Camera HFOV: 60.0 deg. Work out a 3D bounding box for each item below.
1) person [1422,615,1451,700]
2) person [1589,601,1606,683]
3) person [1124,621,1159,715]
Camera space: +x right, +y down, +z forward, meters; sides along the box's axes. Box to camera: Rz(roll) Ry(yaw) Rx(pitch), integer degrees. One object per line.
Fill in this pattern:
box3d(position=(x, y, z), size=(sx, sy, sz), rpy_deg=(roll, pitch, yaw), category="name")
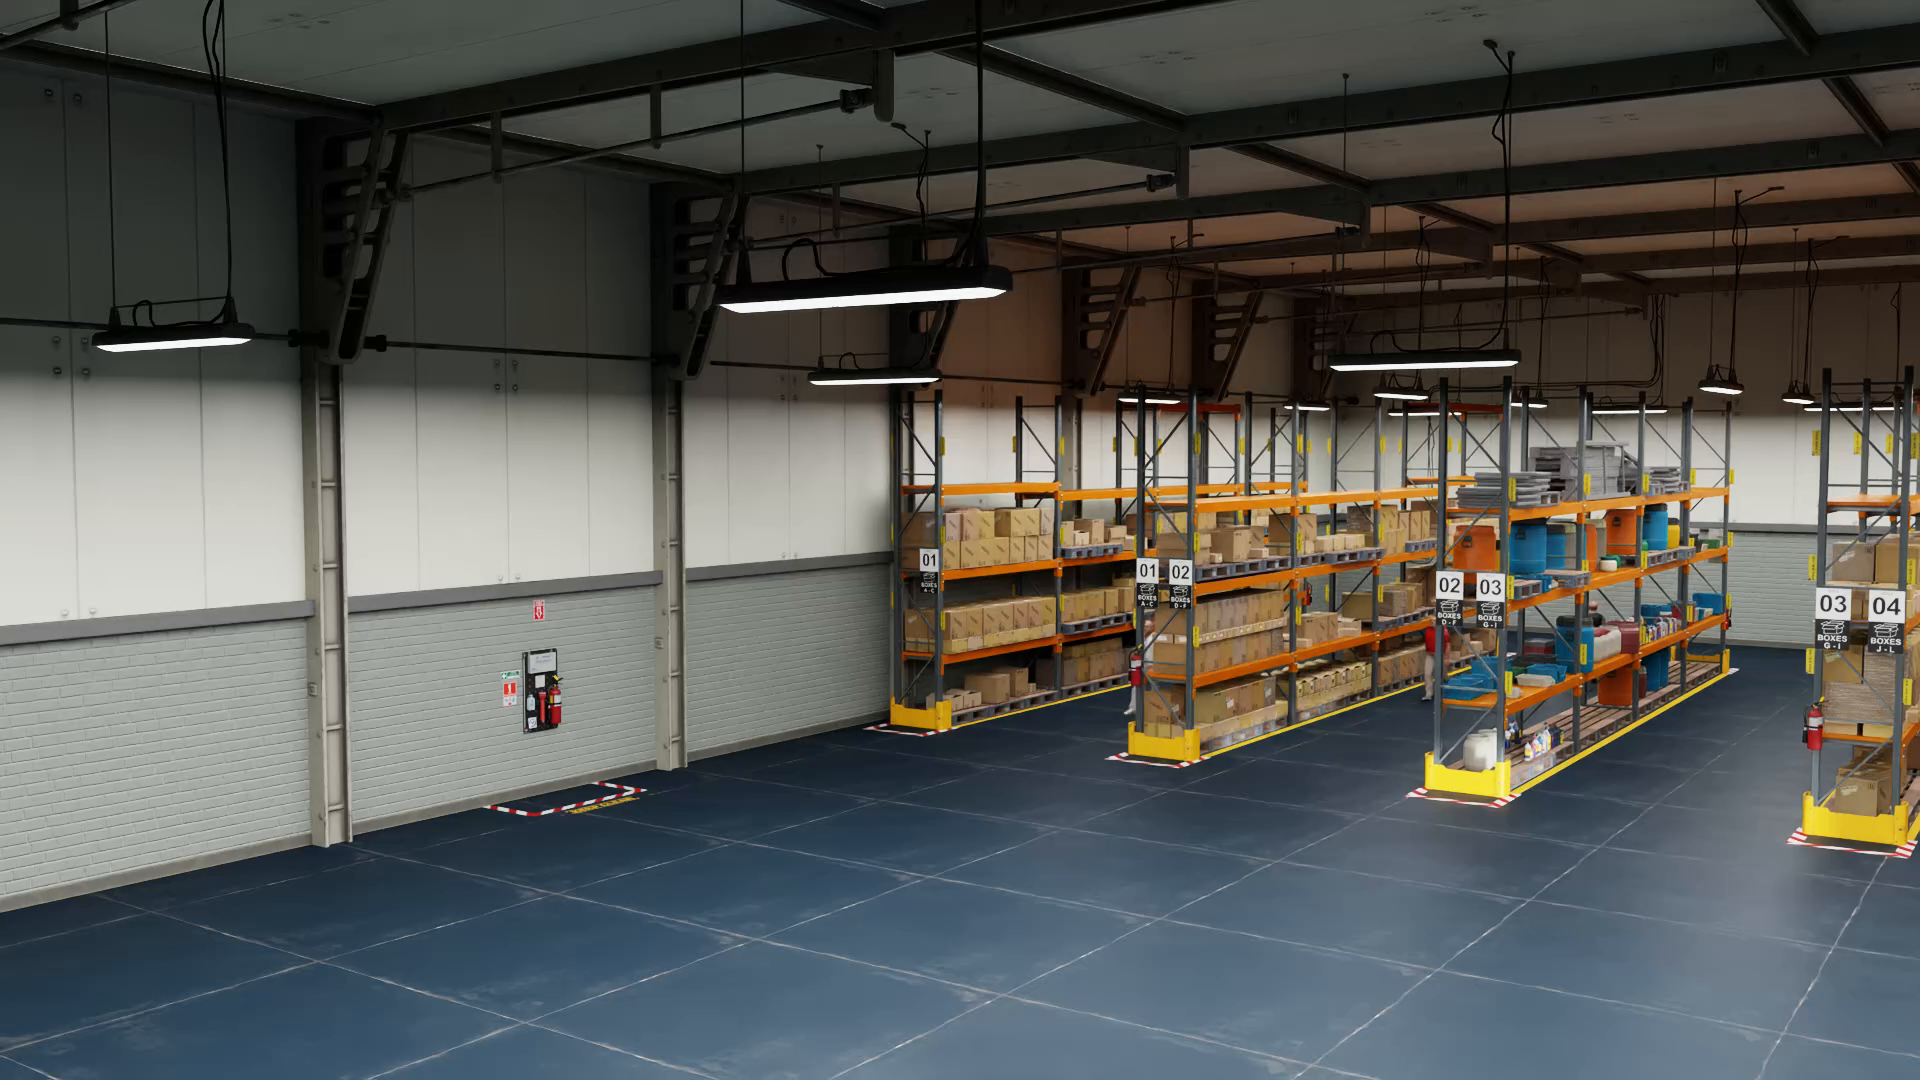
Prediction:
box3d(position=(9.453, 2.347, 32.835), size=(0.528, 1.585, 0.951), rpy_deg=(2, 4, 33), category="person")
box3d(position=(13.370, 2.180, 35.203), size=(0.610, 1.766, 0.413), rpy_deg=(1, 3, 10), category="person")
box3d(position=(3.455, 2.371, 30.936), size=(0.589, 1.715, 1.114), rpy_deg=(2, 4, 26), category="person")
